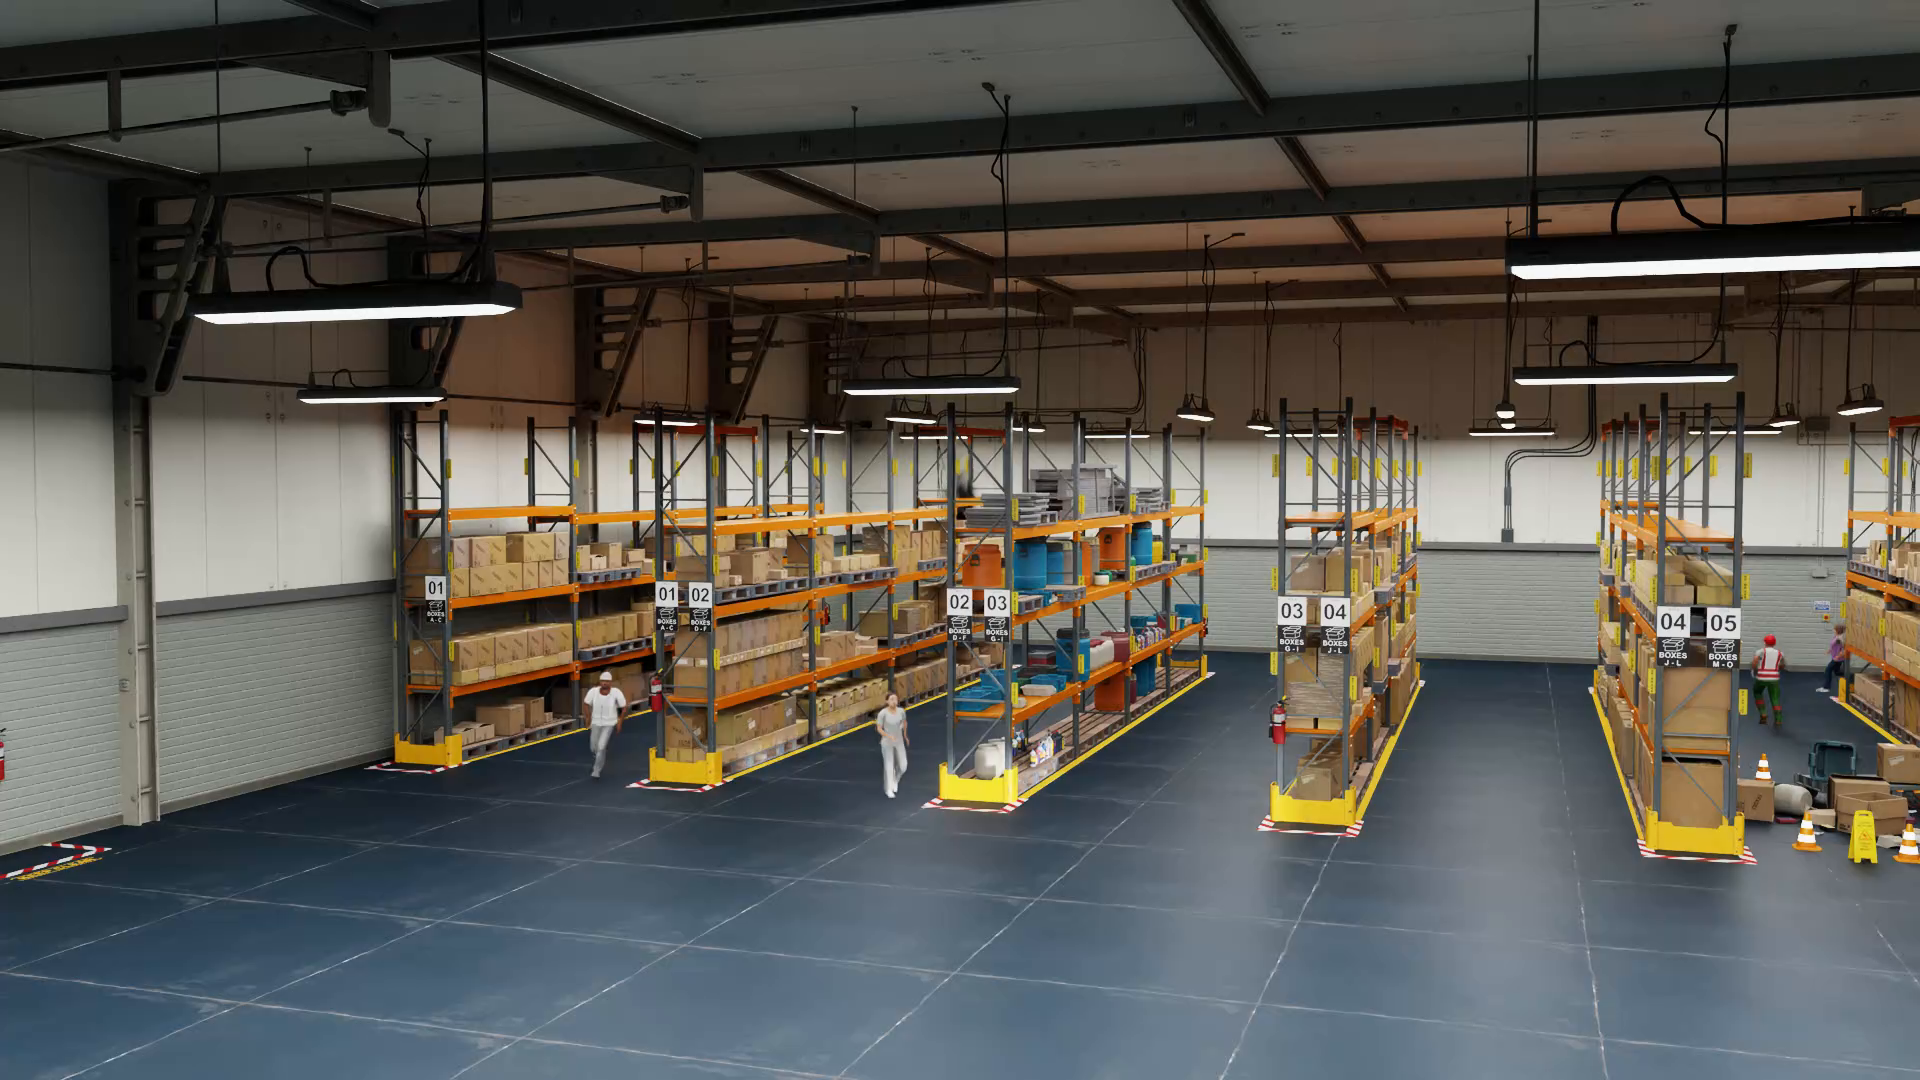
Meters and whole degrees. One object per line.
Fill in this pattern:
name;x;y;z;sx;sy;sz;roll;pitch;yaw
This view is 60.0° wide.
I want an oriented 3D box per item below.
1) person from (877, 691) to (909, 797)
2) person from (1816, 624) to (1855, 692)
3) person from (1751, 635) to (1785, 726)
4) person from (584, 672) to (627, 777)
person;-1.002;3.103;25.223;0.544;1.624;0.636;-1;3;-22
person;19.471;2.635;36.888;0.838;1.554;0.601;1;3;27
person;15.630;2.723;32.200;0.671;1.783;0.884;0;2;11
person;-5.785;2.989;27.151;0.712;1.713;0.624;0;2;5
